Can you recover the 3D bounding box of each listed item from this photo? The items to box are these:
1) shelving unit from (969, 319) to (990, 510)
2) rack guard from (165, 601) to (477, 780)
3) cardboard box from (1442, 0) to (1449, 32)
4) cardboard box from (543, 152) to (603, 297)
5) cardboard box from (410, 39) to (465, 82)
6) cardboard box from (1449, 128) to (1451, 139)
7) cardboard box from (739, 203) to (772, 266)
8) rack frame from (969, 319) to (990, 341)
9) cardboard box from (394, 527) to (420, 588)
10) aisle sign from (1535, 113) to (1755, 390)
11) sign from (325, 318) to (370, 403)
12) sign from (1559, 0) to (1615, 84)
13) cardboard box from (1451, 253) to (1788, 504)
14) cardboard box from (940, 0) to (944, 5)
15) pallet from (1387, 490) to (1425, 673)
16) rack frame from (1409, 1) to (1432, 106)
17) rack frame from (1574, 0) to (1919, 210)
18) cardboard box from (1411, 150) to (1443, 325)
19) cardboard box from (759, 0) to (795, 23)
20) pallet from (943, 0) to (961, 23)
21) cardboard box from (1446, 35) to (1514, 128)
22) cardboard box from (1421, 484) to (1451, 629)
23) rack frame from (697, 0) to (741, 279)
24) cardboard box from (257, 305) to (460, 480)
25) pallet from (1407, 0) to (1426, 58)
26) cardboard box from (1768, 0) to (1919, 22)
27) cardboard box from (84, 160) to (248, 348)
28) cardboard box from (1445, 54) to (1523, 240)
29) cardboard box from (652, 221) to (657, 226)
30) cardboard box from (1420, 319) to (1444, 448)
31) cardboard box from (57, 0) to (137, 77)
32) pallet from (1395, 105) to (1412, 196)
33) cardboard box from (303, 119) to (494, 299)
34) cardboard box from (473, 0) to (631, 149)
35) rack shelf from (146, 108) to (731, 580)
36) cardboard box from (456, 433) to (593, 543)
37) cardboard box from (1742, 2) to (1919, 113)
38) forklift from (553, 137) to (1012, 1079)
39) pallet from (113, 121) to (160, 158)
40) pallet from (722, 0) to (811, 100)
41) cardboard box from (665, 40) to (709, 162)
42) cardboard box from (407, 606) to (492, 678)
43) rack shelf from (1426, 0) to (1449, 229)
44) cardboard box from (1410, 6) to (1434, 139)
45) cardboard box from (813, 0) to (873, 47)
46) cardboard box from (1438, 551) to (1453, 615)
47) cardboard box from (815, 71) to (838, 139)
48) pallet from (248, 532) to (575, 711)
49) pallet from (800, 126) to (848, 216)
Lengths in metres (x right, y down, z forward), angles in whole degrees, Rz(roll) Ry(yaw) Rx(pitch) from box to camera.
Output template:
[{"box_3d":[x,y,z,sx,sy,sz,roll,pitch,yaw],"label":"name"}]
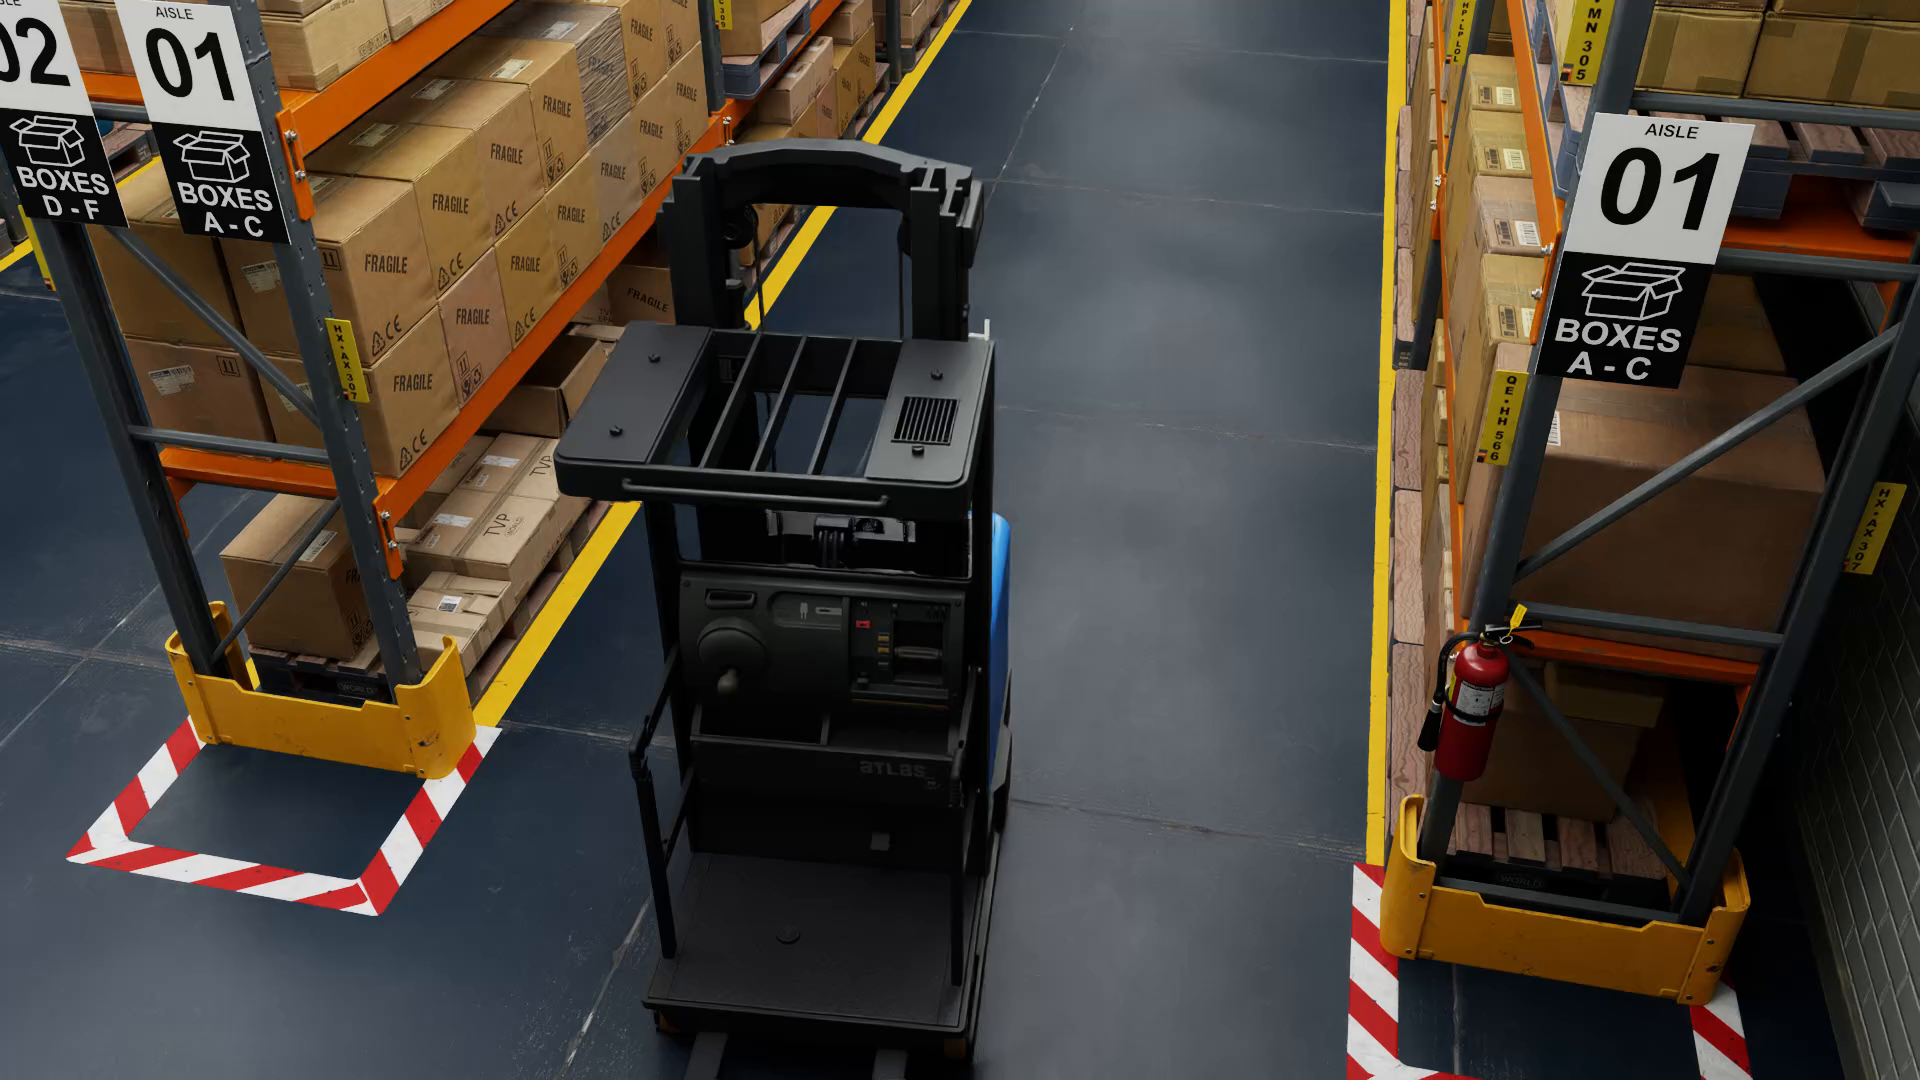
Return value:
[{"box_3d":[-0.035,-0.391,7.767,0.258,1.200,0.503,7,37,10],"label":"shelving unit"},{"box_3d":[-2.661,0.625,6.961,1.175,0.500,0.348,7,37,10],"label":"rack guard"},{"box_3d":[3.187,-3.351,9.961,0.500,0.500,0.500,8,37,11],"label":"cardboard box"},{"box_3d":[-2.001,-1.475,7.644,0.500,0.500,0.500,8,37,11],"label":"cardboard box"},{"box_3d":[-2.527,-1.960,7.462,0.500,0.500,0.500,8,37,11],"label":"cardboard box"},{"box_3d":[2.813,-2.153,8.862,0.380,0.149,0.250,8,37,10],"label":"cardboard box"},{"box_3d":[-1.481,-2.049,10.277,0.500,0.500,0.500,6,36,8],"label":"cardboard box"},{"box_3d":[0.017,-0.531,7.960,0.240,1.200,0.015,7,37,10],"label":"rack frame"},{"box_3d":[-2.627,0.062,7.648,0.380,0.166,0.250,7,37,10],"label":"cardboard box"},{"box_3d":[1.855,-0.774,4.546,0.394,0.787,0.004,7,37,10],"label":"aisle sign"},{"box_3d":[-2.147,-0.626,5.820,0.100,0.325,0.005,7,37,10],"label":"sign"},{"box_3d":[1.636,-1.342,4.302,0.100,0.325,0.005,7,37,10],"label":"sign"},{"box_3d":[2.407,-0.558,6.208,0.980,0.700,0.700,7,37,10],"label":"cardboard box"},{"box_3d":[-0.358,-4.837,14.353,0.500,0.250,0.500,6,36,9],"label":"cardboard box"},{"box_3d":[2.520,0.239,7.740,1.003,0.211,1.213,7,37,10],"label":"pallet"},{"box_3d":[3.872,-4.311,11.642,1.000,3.000,0.127,7,37,10],"label":"rack frame"},{"box_3d":[2.163,-2.154,3.553,1.000,3.000,0.127,7,37,10],"label":"rack frame"},{"box_3d":[3.030,-1.706,9.522,0.750,0.750,0.750,8,37,11],"label":"cardboard box"},{"box_3d":[-1.418,-3.493,10.070,0.700,0.500,0.500,13,38,17],"label":"cardboard box"},{"box_3d":[-0.491,-4.965,14.921,1.003,0.211,1.213,7,37,10],"label":"pallet"},{"box_3d":[2.870,-2.483,8.764,0.500,0.500,0.500,7,36,9],"label":"cardboard box"},{"box_3d":[2.429,0.128,7.289,0.700,0.500,0.500,6,36,8],"label":"cardboard box"},{"box_3d":[-1.822,-2.637,9.332,1.000,3.000,0.127,7,37,10],"label":"rack frame"},{"box_3d":[-2.324,-0.605,6.444,0.500,0.500,0.500,8,37,11],"label":"cardboard box"},{"box_3d":[4.303,-4.327,14.040,1.003,0.211,1.213,7,37,10],"label":"pallet"},{"box_3d":[2.555,-1.781,4.641,0.500,0.500,0.500,6,36,8],"label":"cardboard box"},{"box_3d":[-2.850,-1.078,6.245,0.500,0.500,0.500,7,37,10],"label":"cardboard box"},{"box_3d":[2.886,-1.830,7.964,0.980,0.700,0.700,8,37,11],"label":"cardboard box"},{"box_3d":[-1.997,-2.121,10.376,0.500,0.500,0.500,7,37,10],"label":"cardboard box"},{"box_3d":[2.758,-0.760,8.515,0.700,0.500,0.500,8,37,11],"label":"cardboard box"},{"box_3d":[-2.825,-1.825,5.783,0.500,0.250,0.500,7,37,10],"label":"cardboard box"},{"box_3d":[3.630,-2.739,11.850,1.003,0.211,1.213,7,37,10],"label":"pallet"},{"box_3d":[-2.220,-1.311,6.565,0.500,0.500,0.500,8,37,10],"label":"cardboard box"},{"box_3d":[-1.892,-2.177,7.760,0.500,0.500,0.500,8,37,10],"label":"cardboard box"},{"box_3d":[-2.250,-1.199,7.961,1.077,0.370,4.000,7,37,10],"label":"rack shelf"},{"box_3d":[-2.070,-0.258,8.018,0.500,0.250,0.500,7,37,10],"label":"cardboard box"},{"box_3d":[2.559,-1.477,4.860,0.500,0.250,0.500,9,37,12],"label":"cardboard box"},{"box_3d":[-0.471,0.395,5.207,1.130,2.935,3.031,4,36,5],"label":"forklift"},{"box_3d":[-6.197,-3.269,12.581,1.003,0.211,1.213,7,37,10],"label":"pallet"},{"box_3d":[-1.545,-3.003,10.001,1.003,0.211,1.213,7,37,10],"label":"pallet"},{"box_3d":[-1.678,-2.358,8.863,0.500,0.500,0.500,8,37,11],"label":"cardboard box"},{"box_3d":[-2.252,0.436,7.147,0.380,0.149,0.250,7,37,10],"label":"cardboard box"},{"box_3d":[3.445,-2.873,10.271,1.077,0.370,4.000,7,37,10],"label":"rack shelf"},{"box_3d":[3.587,-3.205,11.591,0.750,0.750,0.750,7,36,9],"label":"cardboard box"},{"box_3d":[-0.946,-3.801,12.055,0.500,0.250,0.500,9,37,12],"label":"cardboard box"},{"box_3d":[2.118,0.198,6.640,0.380,0.149,0.250,8,37,11],"label":"cardboard box"},{"box_3d":[-1.155,-2.932,11.494,0.500,0.500,0.500,6,36,8],"label":"cardboard box"},{"box_3d":[-2.491,0.285,7.677,1.003,0.211,1.213,7,37,10],"label":"pallet"},{"box_3d":[-1.427,-2.680,11.768,1.003,0.211,1.213,7,37,10],"label":"pallet"}]
